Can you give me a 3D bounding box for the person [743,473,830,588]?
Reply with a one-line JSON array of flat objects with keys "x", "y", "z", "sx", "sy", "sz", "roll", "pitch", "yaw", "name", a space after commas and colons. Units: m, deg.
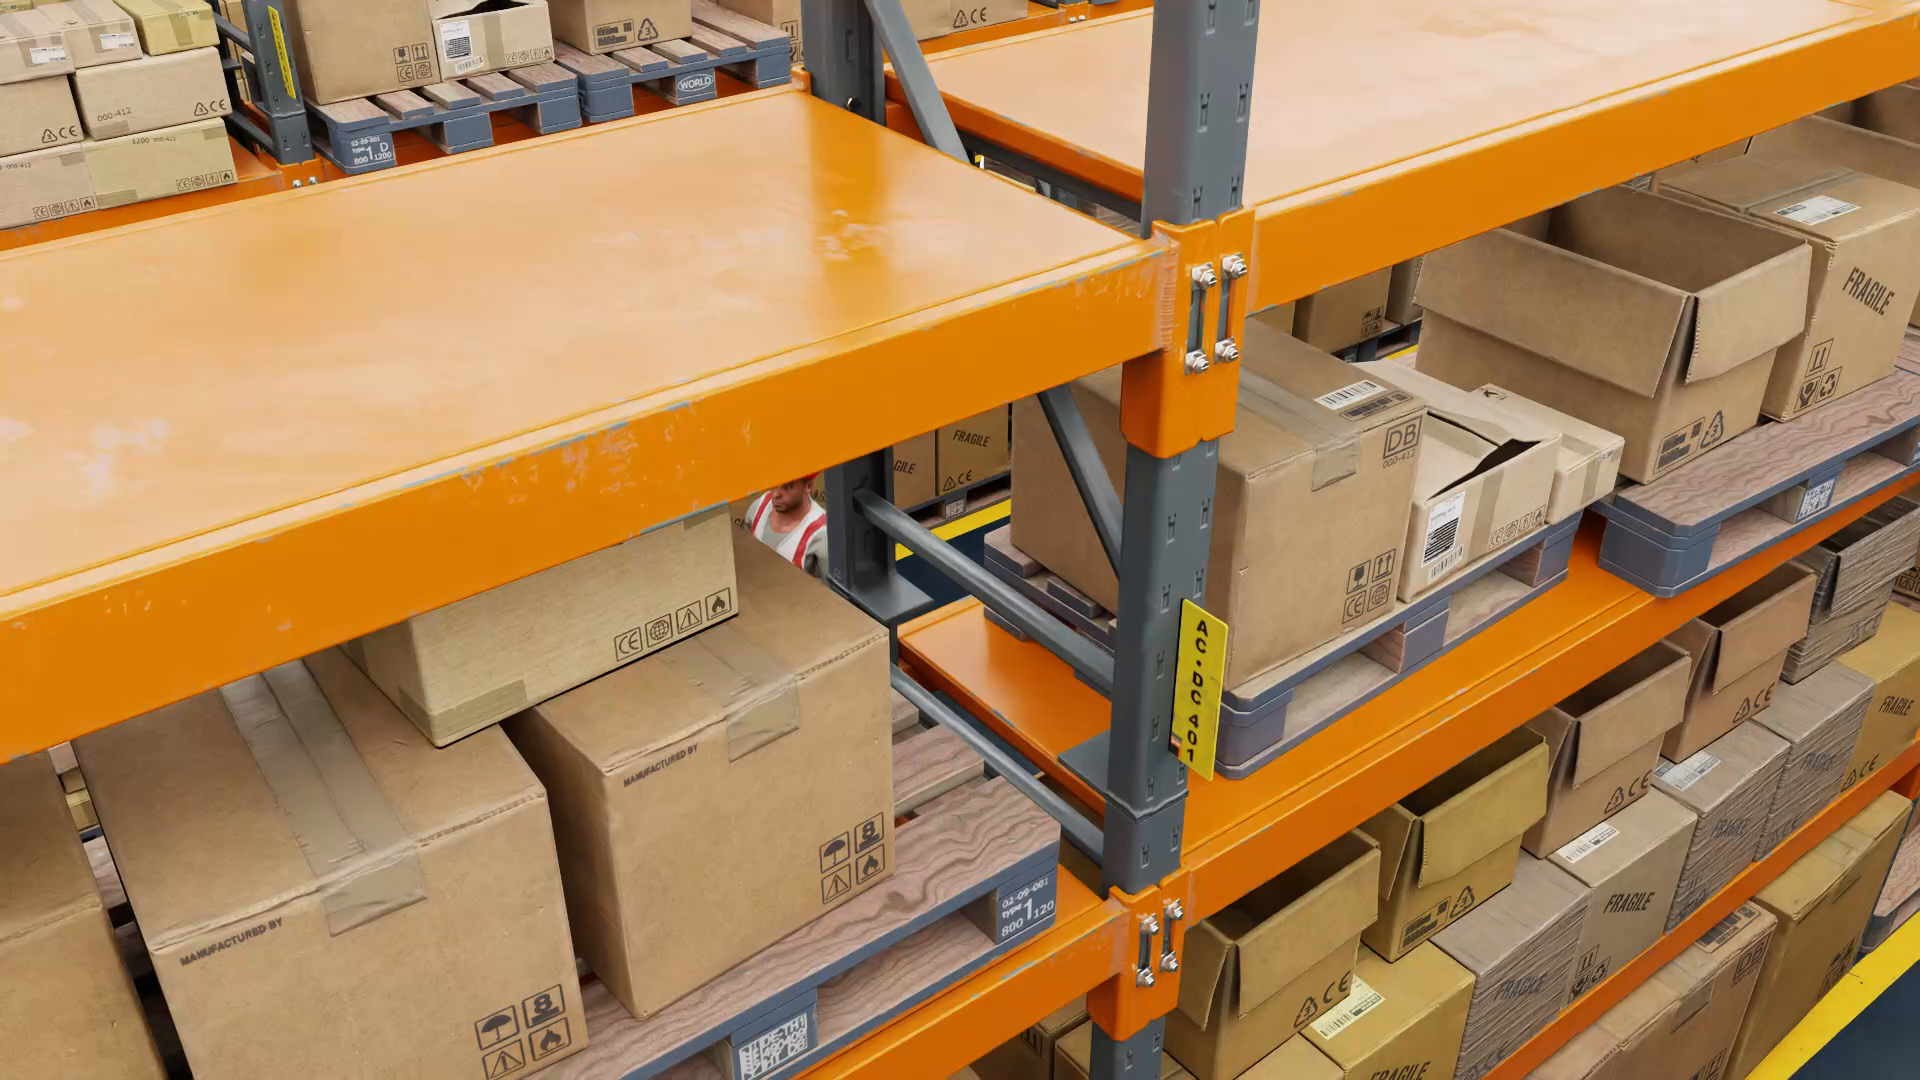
[{"x": -0.770, "y": 0.401, "z": 7.132, "sx": 0.543, "sy": 1.764, "sz": 0.894, "roll": 26, "pitch": 40, "yaw": 35, "name": "person"}]
